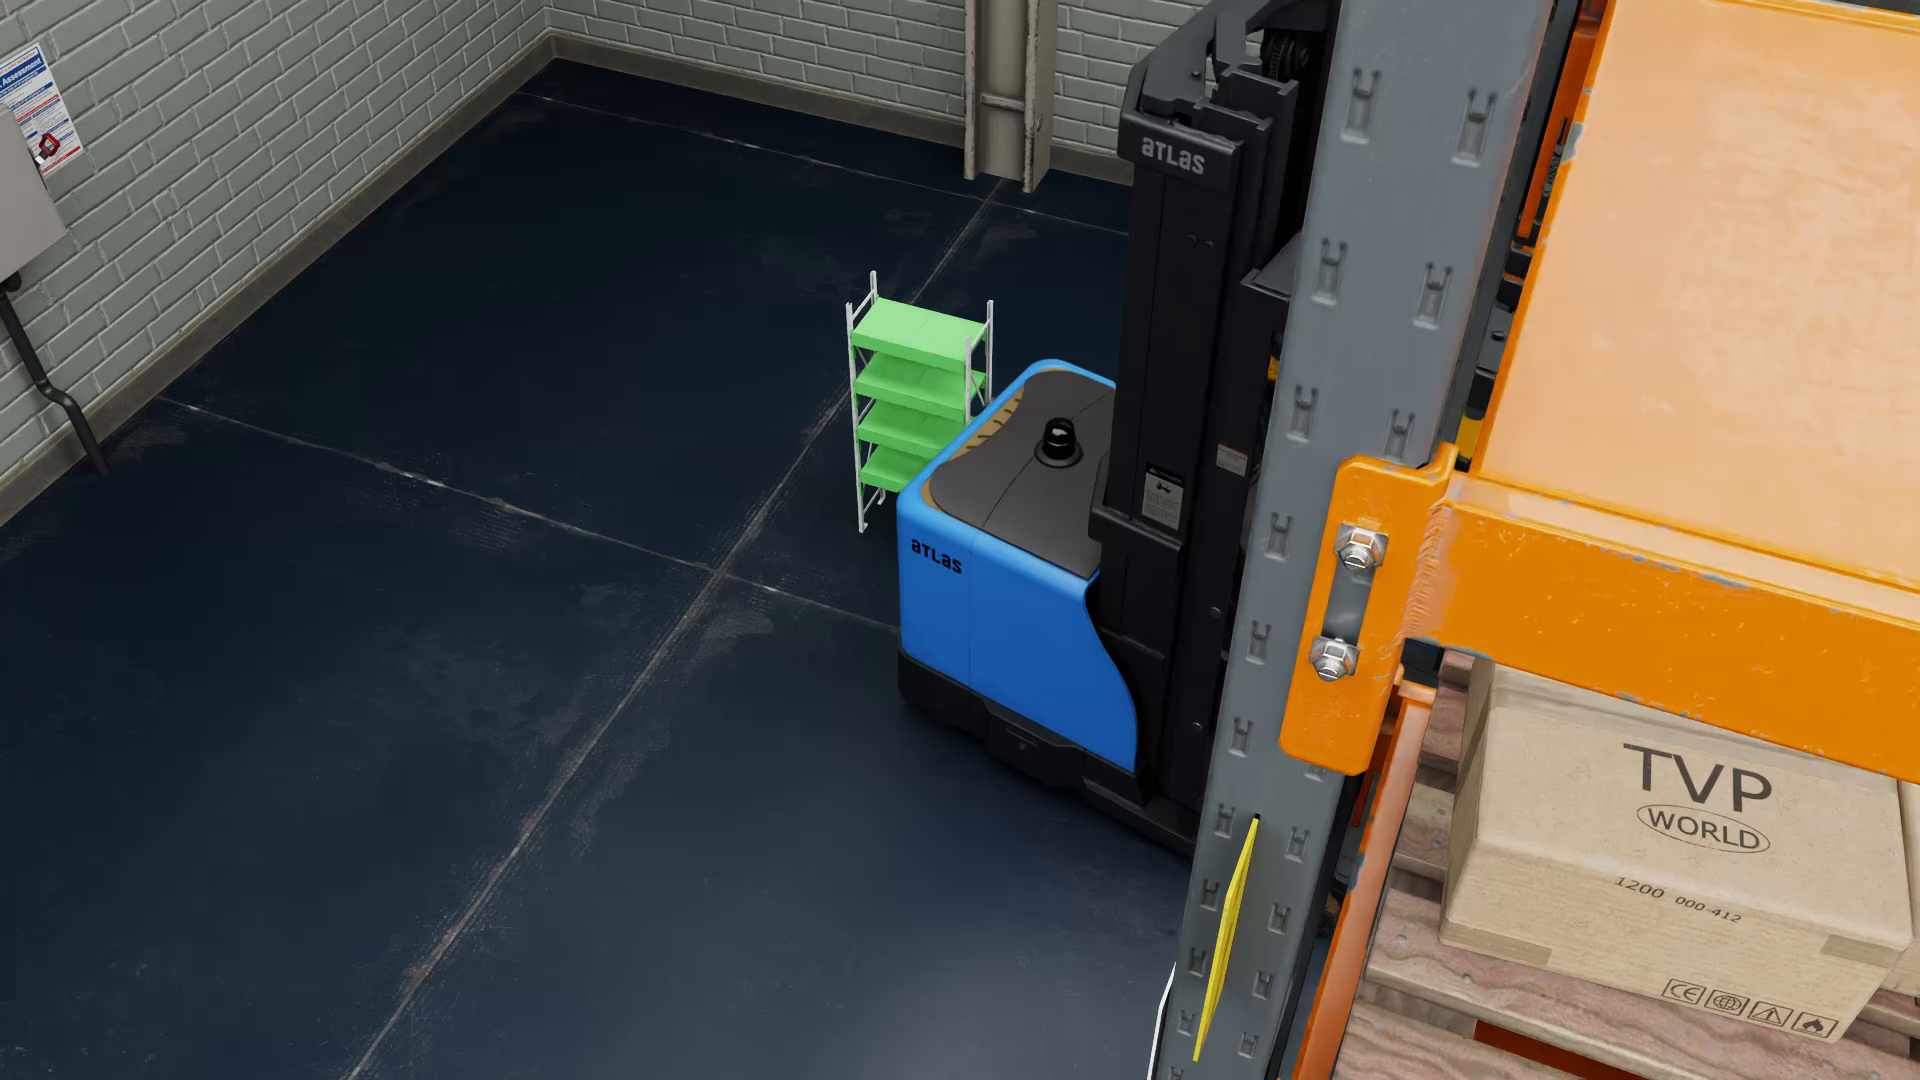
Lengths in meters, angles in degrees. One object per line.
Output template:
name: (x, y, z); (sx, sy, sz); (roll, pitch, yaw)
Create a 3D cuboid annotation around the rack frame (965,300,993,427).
rack frame: (0.072, -0.404, 6.644); (0.015, 1.200, 0.240); (16, 47, 16)

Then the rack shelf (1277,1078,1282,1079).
rack shelf: (2.341, 2.263, 3.198); (4.000, 0.370, 1.077); (16, 47, 16)

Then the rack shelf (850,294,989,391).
rack shelf: (-0.153, -0.765, 6.417); (0.480, 0.148, 0.258); (16, 47, 16)

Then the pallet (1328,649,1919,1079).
pallet: (1.184, 0.627, 2.268); (1.213, 0.211, 1.003); (16, 47, 16)

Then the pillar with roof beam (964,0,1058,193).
pillar with roof beam: (-1.396, -2.411, 3.132); (0.400, 9.000, 9.100); (16, 47, 16)

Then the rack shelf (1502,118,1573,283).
rack shelf: (4.248, -0.969, 6.447); (4.000, 0.370, 1.077); (16, 47, 16)

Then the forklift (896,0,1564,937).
forklift: (1.269, -0.120, 5.132); (3.031, 2.935, 1.130); (26, 50, 23)

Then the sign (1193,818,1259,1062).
sign: (0.276, 0.423, 1.735); (0.005, 0.325, 0.100); (16, 47, 16)

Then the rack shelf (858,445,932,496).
rack shelf: (-0.153, -0.255, 6.925); (0.480, 0.148, 0.258); (16, 47, 16)

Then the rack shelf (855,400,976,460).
rack shelf: (-0.153, -0.425, 6.756); (0.480, 0.148, 0.258); (16, 47, 16)

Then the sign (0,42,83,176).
sign: (-3.776, -1.723, 6.762); (0.001, 0.494, 0.329); (16, 47, 16)

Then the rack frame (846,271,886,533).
rack frame: (-0.378, -0.537, 6.777); (0.015, 1.200, 0.240); (16, 47, 16)

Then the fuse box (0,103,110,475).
fuse box: (-3.775, -0.922, 6.803); (0.414, 1.711, 0.539); (16, 47, 16)

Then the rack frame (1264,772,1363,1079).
rack frame: (0.495, 1.465, 3.490); (0.127, 3.000, 1.000); (16, 47, 16)

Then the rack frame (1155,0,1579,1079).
rack frame: (0.495, -0.662, 1.374); (0.127, 3.000, 1.000); (16, 47, 16)

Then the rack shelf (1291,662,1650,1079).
rack shelf: (2.341, 1.199, 2.140); (4.000, 0.370, 1.077); (16, 47, 16)

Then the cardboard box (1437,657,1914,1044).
cardboard box: (0.945, 0.334, 2.238); (0.500, 0.250, 0.500); (12, 46, 12)

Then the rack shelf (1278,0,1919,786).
rack shelf: (2.341, 0.278, 1.223); (4.000, 0.370, 1.077); (16, 47, 16)

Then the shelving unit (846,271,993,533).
shelving unit: (-0.153, -0.470, 6.711); (0.503, 1.200, 0.258); (16, 47, 16)

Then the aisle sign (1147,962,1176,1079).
aisle sign: (0.317, 0.712, 2.403); (0.004, 0.787, 0.394); (16, 47, 16)

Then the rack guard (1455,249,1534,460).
rack guard: (2.473, -0.861, 7.600); (0.348, 0.500, 1.175); (16, 47, 16)

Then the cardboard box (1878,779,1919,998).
cardboard box: (1.363, 0.431, 2.212); (0.250, 0.149, 0.380); (13, 46, 13)

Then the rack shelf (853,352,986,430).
rack shelf: (-0.153, -0.595, 6.587); (0.480, 0.148, 0.258); (16, 47, 16)

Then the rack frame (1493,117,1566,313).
rack frame: (2.402, -1.768, 6.739); (0.127, 3.000, 1.000); (16, 47, 16)
